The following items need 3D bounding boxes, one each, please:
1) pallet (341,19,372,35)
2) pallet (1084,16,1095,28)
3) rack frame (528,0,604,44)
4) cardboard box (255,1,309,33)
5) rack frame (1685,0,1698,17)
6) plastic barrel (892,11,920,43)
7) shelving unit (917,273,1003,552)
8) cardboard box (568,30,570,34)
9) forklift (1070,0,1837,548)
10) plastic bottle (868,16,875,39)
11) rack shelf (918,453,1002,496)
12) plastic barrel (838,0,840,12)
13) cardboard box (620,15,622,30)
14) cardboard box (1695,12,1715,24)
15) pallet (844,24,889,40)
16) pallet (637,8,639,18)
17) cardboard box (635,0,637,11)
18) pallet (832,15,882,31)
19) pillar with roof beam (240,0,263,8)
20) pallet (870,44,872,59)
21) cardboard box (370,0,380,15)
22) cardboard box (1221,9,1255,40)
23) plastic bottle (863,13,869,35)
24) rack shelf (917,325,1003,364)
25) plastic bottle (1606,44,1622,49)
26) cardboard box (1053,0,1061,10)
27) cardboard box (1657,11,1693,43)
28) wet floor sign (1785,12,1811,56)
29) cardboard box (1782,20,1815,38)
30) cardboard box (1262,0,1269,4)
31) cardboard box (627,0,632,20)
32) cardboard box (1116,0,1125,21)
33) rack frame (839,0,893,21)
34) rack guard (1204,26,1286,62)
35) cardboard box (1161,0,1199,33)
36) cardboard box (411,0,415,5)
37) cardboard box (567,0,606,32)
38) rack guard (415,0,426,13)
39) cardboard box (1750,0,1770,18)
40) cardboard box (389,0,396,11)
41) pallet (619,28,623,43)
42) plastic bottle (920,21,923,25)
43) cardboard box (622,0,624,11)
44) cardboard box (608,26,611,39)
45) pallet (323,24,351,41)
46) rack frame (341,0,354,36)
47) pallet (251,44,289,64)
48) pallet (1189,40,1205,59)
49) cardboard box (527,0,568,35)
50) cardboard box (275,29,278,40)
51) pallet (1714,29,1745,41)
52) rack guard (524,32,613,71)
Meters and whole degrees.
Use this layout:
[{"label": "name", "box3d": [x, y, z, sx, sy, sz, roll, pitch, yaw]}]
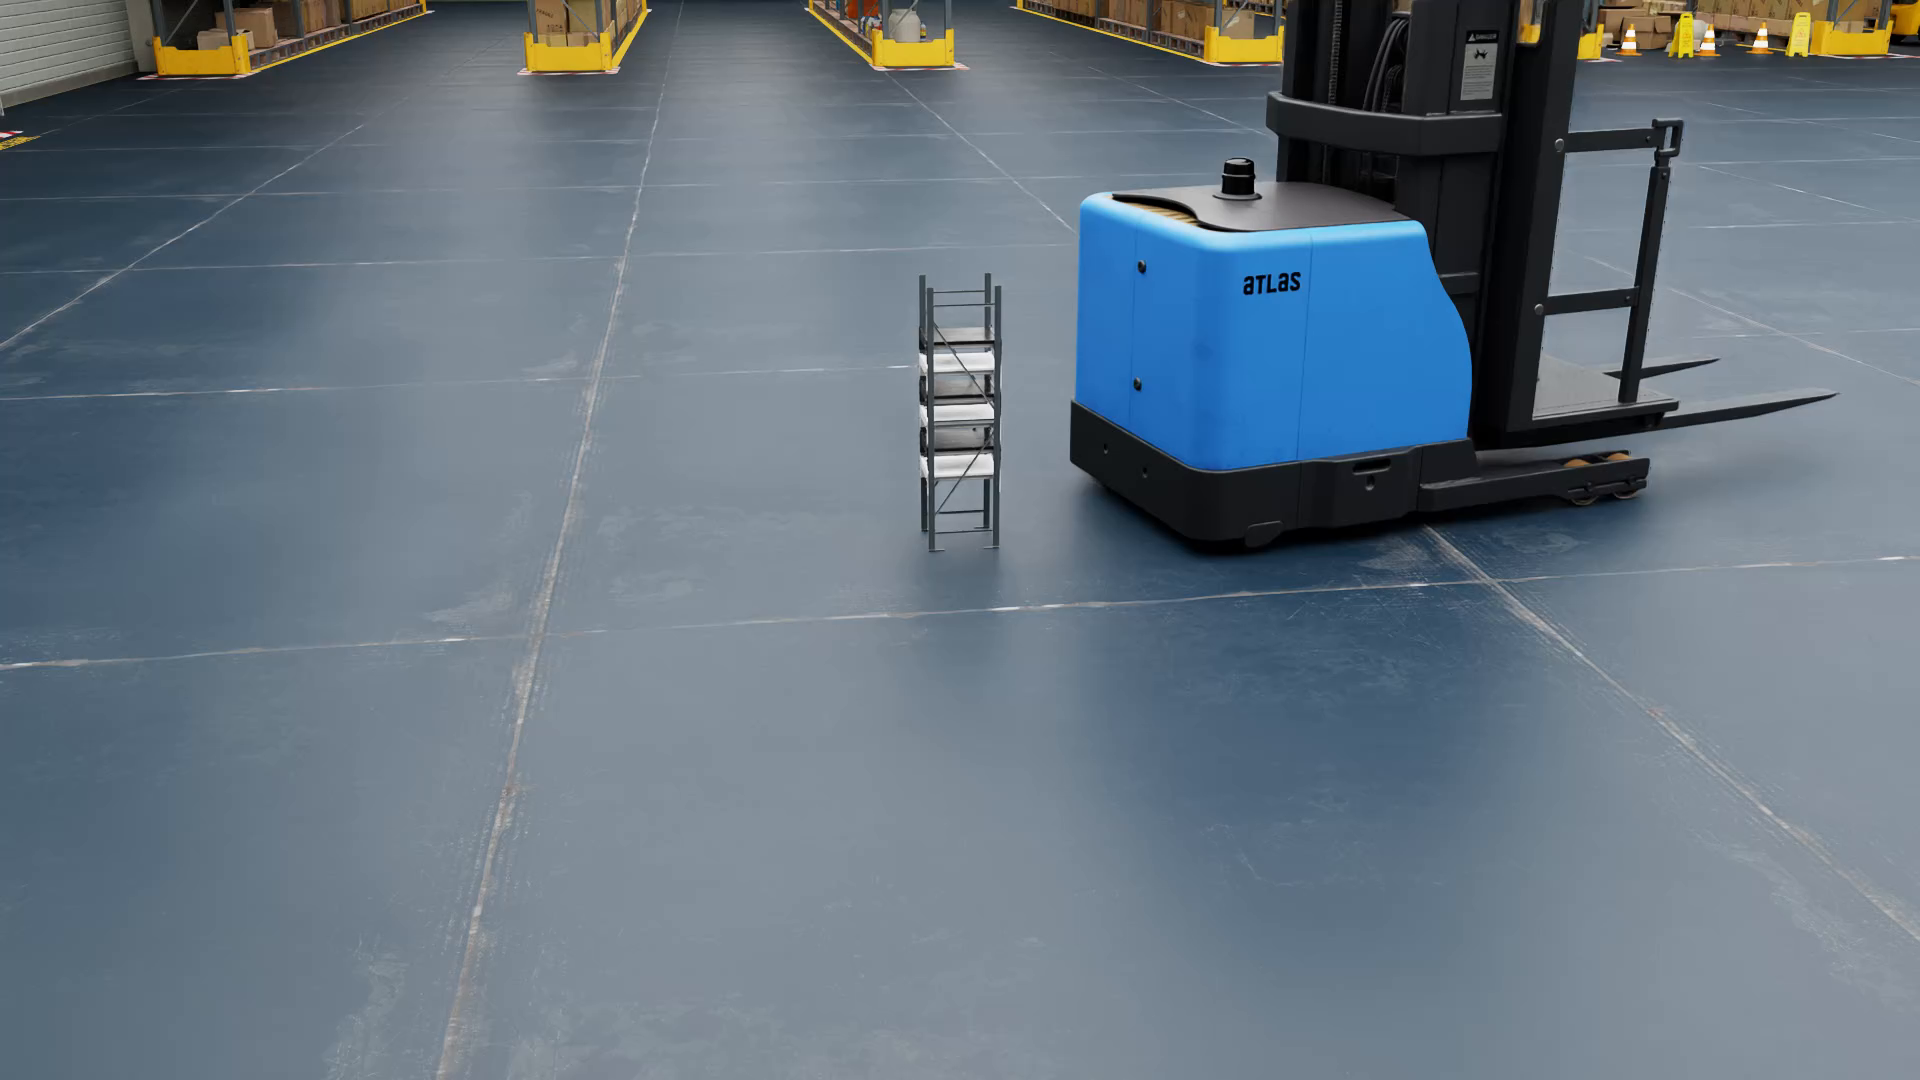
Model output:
[{"label": "pallet", "box3d": [-11.625, -9.572, 31.044, 1.003, 0.211, 1.213, -3, 21, -8]}, {"label": "pallet", "box3d": [3.080, -10.322, 33.050, 1.003, 0.211, 1.213, -3, 21, -8]}, {"label": "rack frame", "box3d": [-5.531, -8.083, 23.071, 1.000, 3.000, 0.127, -3, 21, -8]}, {"label": "cardboard box", "box3d": [-11.256, -8.682, 27.619, 0.700, 0.500, 0.500, -3, 21, -9]}, {"label": "rack frame", "box3d": [13.502, -10.466, 29.452, 1.000, 3.000, 0.127, -3, 21, -8]}, {"label": "plastic barrel", "box3d": [-0.799, -7.587, 24.698, 0.421, 0.512, 0.421, 0, 20, 0]}, {"label": "shelving unit", "box3d": [-0.001, -0.424, 5.566, 0.258, 0.900, 0.210, -3, 21, -8]}, {"label": "cardboard box", "box3d": [-5.985, -7.335, 24.398, 0.500, 0.250, 0.500, -3, 21, -8]}, {"label": "forklift", "box3d": [1.985, -1.660, 5.970, 3.031, 2.935, 1.130, -8, 22, -21]}, {"label": "plastic bottle", "box3d": [-1.385, -8.104, 26.285, 0.144, 0.351, 0.185, -2, 21, -6]}, {"label": "rack shelf", "box3d": [-0.001, -0.225, 5.641, 0.258, 0.077, 0.200, -3, 21, -8]}, {"label": "plastic barrel", "box3d": [-2.195, -11.266, 33.991, 0.600, 0.901, 0.708, -3, 21, -8]}, {"label": "cardboard box", "box3d": [-6.070, -8.885, 28.548, 0.500, 0.250, 0.500, -4, 21, -9]}, {"label": "cardboard box", "box3d": [13.320, -9.157, 29.276, 0.500, 0.250, 0.500, -4, 21, -10]}, {"label": "pallet", "box3d": [-1.536, -9.104, 29.789, 1.003, 0.211, 1.213, -3, 21, -8]}, {"label": "pallet", "box3d": [-7.359, -11.169, 35.320, 1.003, 0.211, 1.213, -3, 21, -8]}, {"label": "cardboard box", "box3d": [-6.906, -11.117, 34.137, 0.500, 0.500, 0.500, -3, 21, -8]}, {"label": "pallet", "box3d": [-1.937, -10.066, 32.366, 1.003, 0.211, 1.213, -3, 21, -8]}, {"label": "pillar with roof beam", "box3d": [-7.994, -13.136, 28.024, 9.100, 9.000, 0.400, -3, 21, -8]}, {"label": "pallet", "box3d": [-0.798, -7.331, 25.042, 1.003, 0.211, 1.213, -3, 21, -8]}, {"label": "cardboard box", "box3d": [-11.809, -10.650, 32.417, 0.750, 0.750, 0.750, -2, 21, -6]}, {"label": "cardboard box", "box3d": [4.199, -7.824, 25.350, 0.500, 0.500, 0.500, 1, 20, 2]}, {"label": "plastic bottle", "box3d": [-1.500, -8.381, 27.027, 0.144, 0.351, 0.185, -2, 21, -6]}, {"label": "rack shelf", "box3d": [-0.001, -0.646, 5.483, 0.258, 0.077, 0.200, -3, 21, -8]}, {"label": "plastic bottle", "box3d": [10.773, -8.149, 27.447, 0.133, 0.061, 0.283, -11, 23, -26]}, {"label": "cardboard box", "box3d": [2.655, -11.717, 35.237, 1.225, 0.875, 0.875, -3, 21, -8]}, {"label": "cardboard box", "box3d": [12.310, -8.857, 28.711, 0.500, 0.500, 0.500, 12, 24, 29]}, {"label": "wet floor sign", "box3d": [13.047, -7.859, 25.835, 0.267, 0.644, 0.232, 4, 21, 11]}, {"label": "cardboard box", "box3d": [13.693, -8.265, 26.886, 0.500, 0.250, 0.500, -3, 21, -8]}, {"label": "cardboard box", "box3d": [7.015, -12.114, 37.337, 0.380, 0.149, 0.250, -4, 21, -10]}, {"label": "cardboard box", "box3d": [-6.467, -10.060, 31.308, 0.500, 0.500, 0.500, -2, 21, -5]}, {"label": "cardboard box", "box3d": [3.328, -9.964, 31.051, 0.700, 0.500, 0.500, -5, 21, -12]}, {"label": "rack frame", "box3d": [-1.782, -11.102, 31.153, 1.000, 3.000, 0.127, -3, 21, -8]}, {"label": "rack guard", "box3d": [4.261, -7.437, 24.913, 1.175, 0.500, 0.348, -3, 21, -8]}, {"label": "cardboard box", "box3d": [3.714, -8.852, 28.101, 0.500, 0.500, 0.500, -4, 21, -9]}, {"label": "cardboard box", "box3d": [-12.539, -12.160, 36.959, 0.700, 0.500, 0.500, -3, 21, -8]}, {"label": "cardboard box", "box3d": [-5.462, -7.713, 24.338, 0.500, 0.500, 0.500, -3, 21, -8]}, {"label": "rack guard", "box3d": [-12.742, -12.209, 37.690, 1.175, 0.500, 0.348, -3, 21, -8]}, {"label": "cardboard box", "box3d": [13.561, -8.961, 27.680, 0.500, 0.500, 0.500, -3, 21, -9]}, {"label": "cardboard box", "box3d": [-12.169, -11.277, 34.594, 0.700, 0.500, 0.500, -3, 21, -7]}, {"label": "pallet", "box3d": [-6.432, -8.838, 29.078, 1.003, 0.211, 1.213, -3, 21, -8]}, {"label": "plastic bottle", "box3d": [-0.596, -7.988, 26.070, 0.061, 0.283, 0.133, -3, 21, -7]}, {"label": "cardboard box", "box3d": [-6.214, -9.501, 29.395, 0.500, 0.311, 0.500, -3, 21, -8]}, {"label": "cardboard box", "box3d": [-5.603, -7.708, 25.397, 0.500, 0.250, 0.500, -3, 21, -8]}, {"label": "pallet", "box3d": [-11.475, -9.025, 29.578, 1.003, 0.211, 1.213, -3, 21, -8]}, {"label": "rack frame", "box3d": [-11.586, -10.602, 29.815, 1.000, 3.000, 0.127, -3, 21, -8]}, {"label": "pallet", "box3d": [-10.698, -7.257, 24.843, 1.003, 0.211, 1.213, -3, 21, -8]}, {"label": "pallet", "box3d": [4.179, -7.585, 25.722, 1.003, 0.211, 1.213, -3, 21, -8]}, {"label": "cardboard box", "box3d": [-5.903, -7.514, 23.804, 0.500, 0.500, 0.500, -3, 21, -8]}, {"label": "cardboard box", "box3d": [-10.902, -7.912, 26.034, 0.380, 0.166, 0.250, -6, 21, -15]}, {"label": "pallet", "box3d": [13.634, -8.929, 29.322, 1.003, 0.211, 1.213, -3, 21, -8]}, {"label": "rack guard", "box3d": [-5.528, -6.904, 23.486, 1.175, 0.500, 0.348, -3, 21, -8]}]
